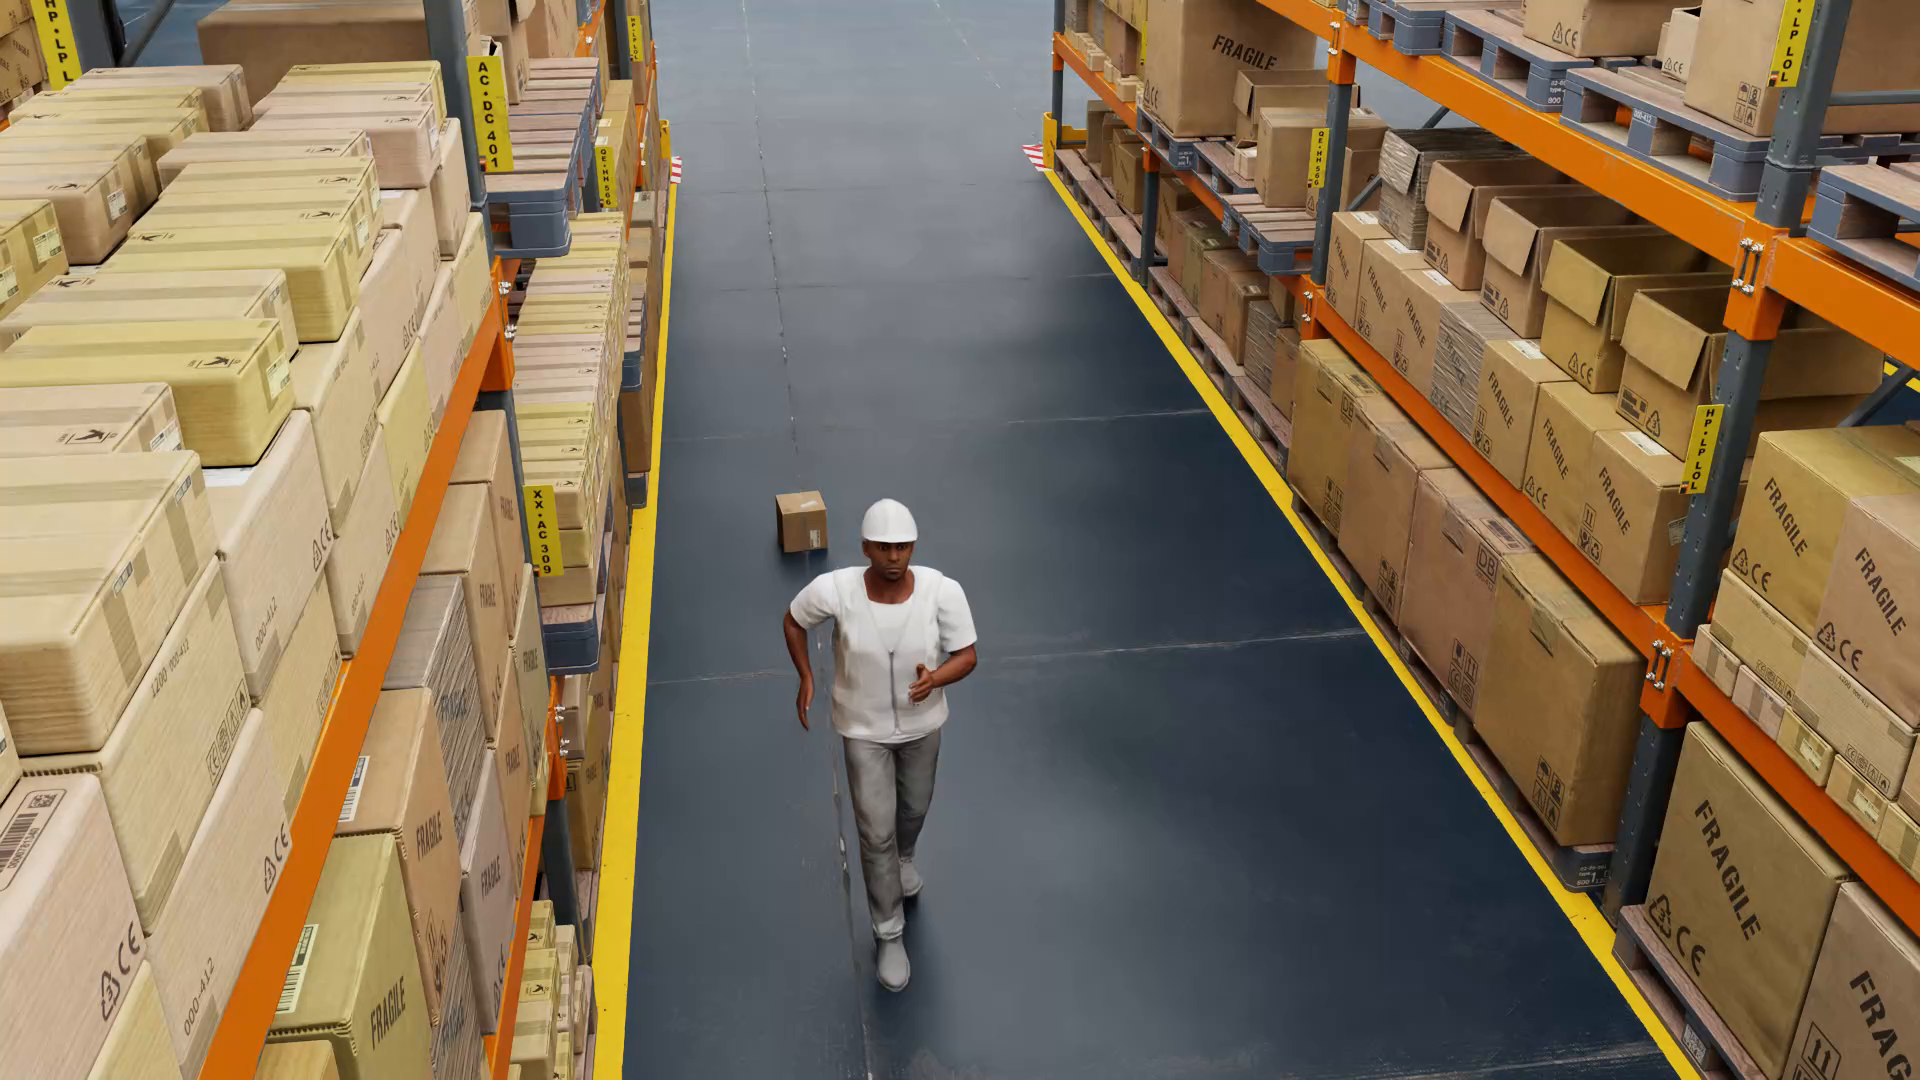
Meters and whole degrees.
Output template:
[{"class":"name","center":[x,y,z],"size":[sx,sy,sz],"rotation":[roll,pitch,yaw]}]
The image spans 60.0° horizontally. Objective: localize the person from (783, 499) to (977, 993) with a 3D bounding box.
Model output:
[{"class":"person","center":[-0.249,0.721,6.153],"size":[0.674,1.772,0.782],"rotation":[-7,28,-13]}]
